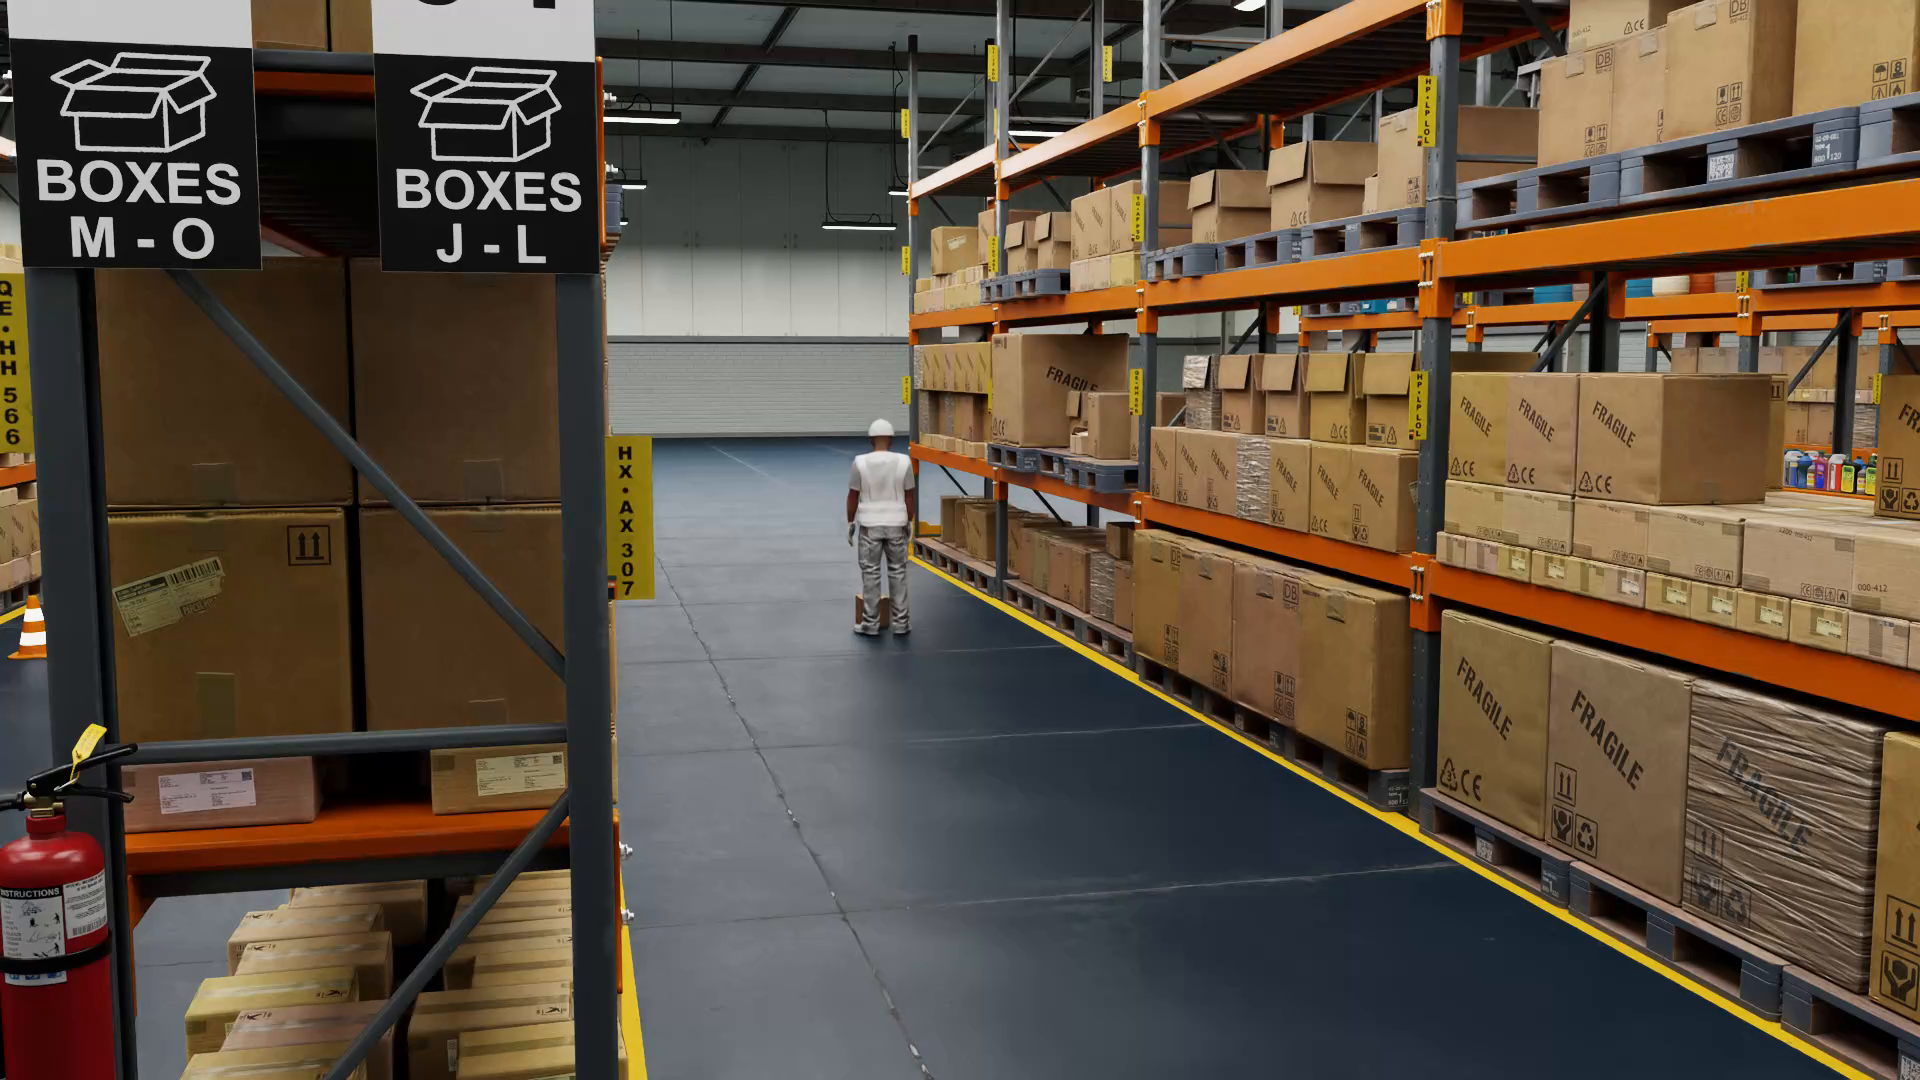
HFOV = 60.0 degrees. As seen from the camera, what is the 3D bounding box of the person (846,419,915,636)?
[{"bbox_3d":[-0.658,-0.110,13.779,0.564,1.786,0.356,-1,6,-11],"label":"person"}]
